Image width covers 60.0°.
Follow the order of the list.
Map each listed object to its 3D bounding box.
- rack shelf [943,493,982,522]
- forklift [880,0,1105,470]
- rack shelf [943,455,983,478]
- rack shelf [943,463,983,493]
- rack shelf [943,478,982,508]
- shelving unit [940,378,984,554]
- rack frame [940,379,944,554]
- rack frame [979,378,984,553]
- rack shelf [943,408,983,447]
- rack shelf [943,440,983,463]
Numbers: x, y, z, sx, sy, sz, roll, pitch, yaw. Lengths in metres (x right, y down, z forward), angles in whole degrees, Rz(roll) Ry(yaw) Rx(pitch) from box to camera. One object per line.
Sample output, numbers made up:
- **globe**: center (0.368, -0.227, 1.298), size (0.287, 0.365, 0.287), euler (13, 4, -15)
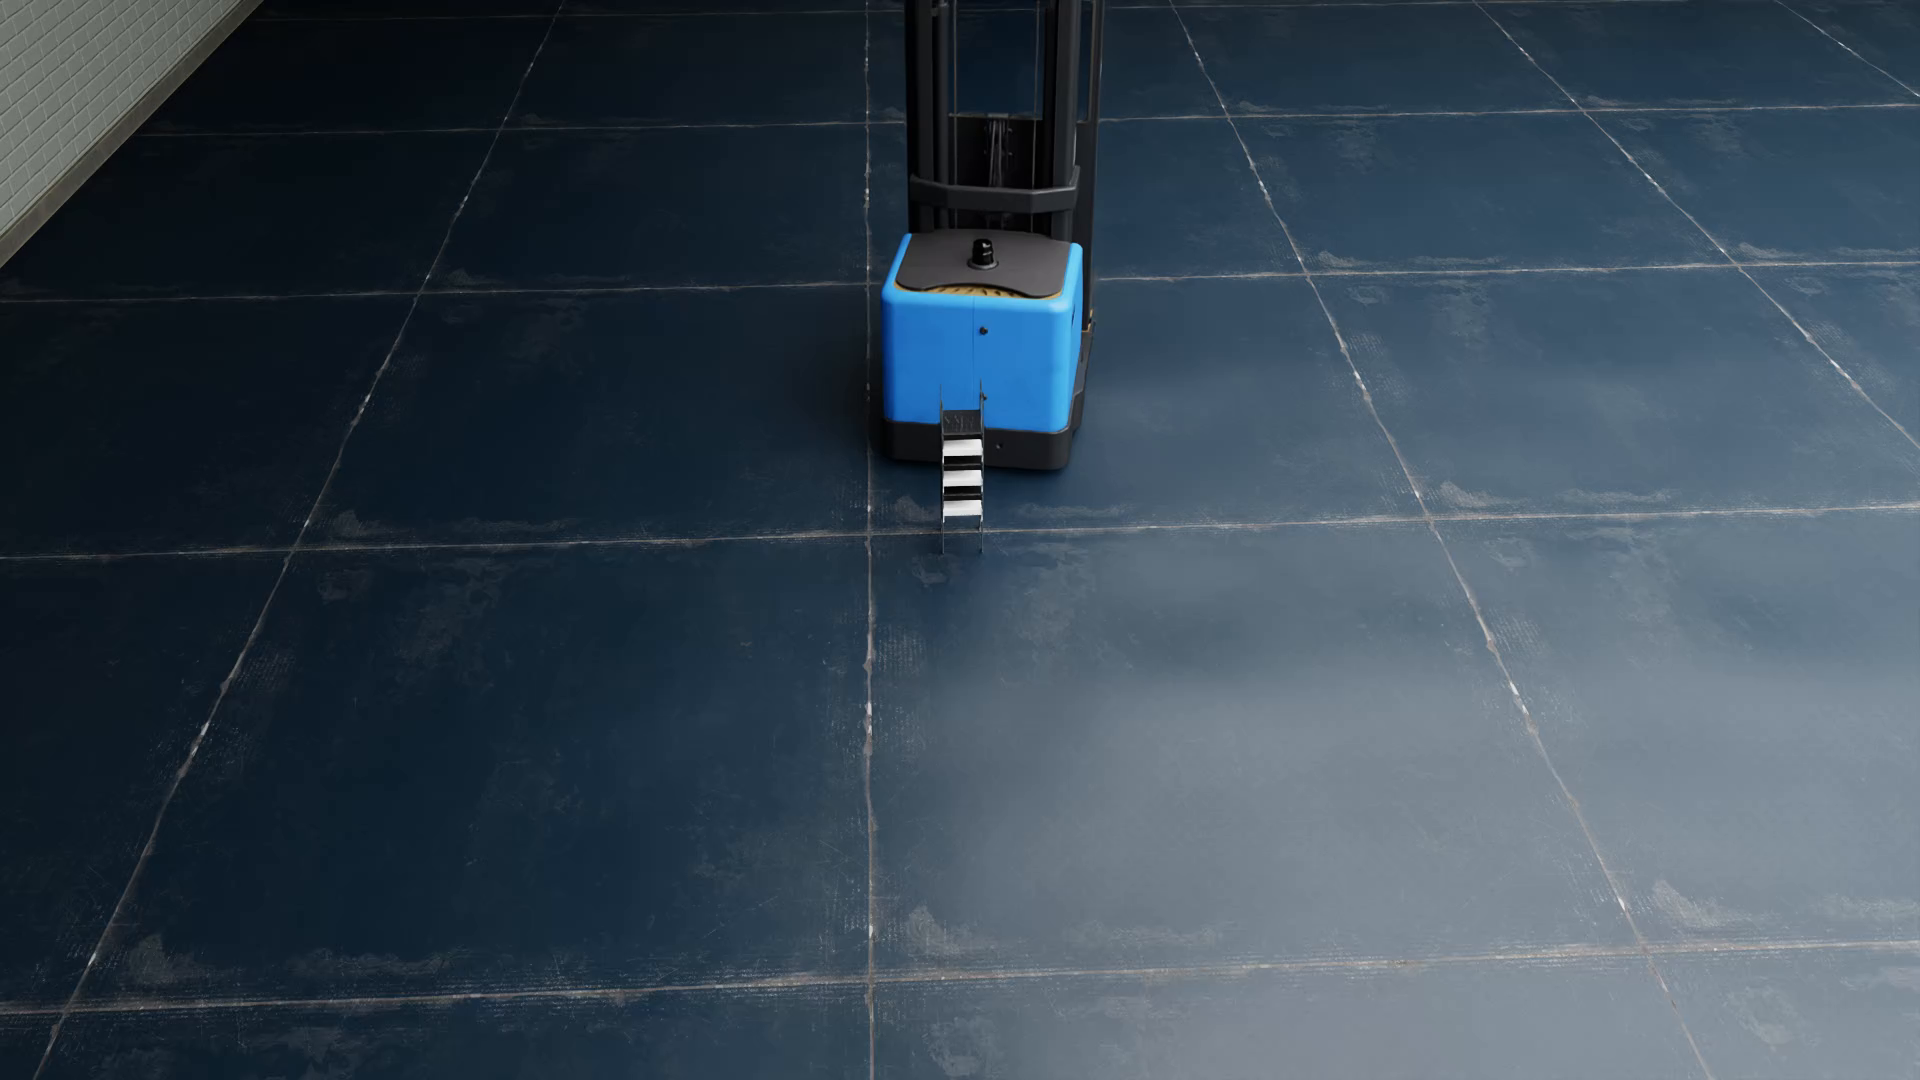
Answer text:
- **rack shelf**: center (0.008, -0.195, 8.616), size (0.200, 0.077, 0.258), euler (-2, 35, -2)
- **forklift**: center (0.274, -2.417, 9.667), size (1.130, 2.935, 3.031), euler (4, 35, 6)
- **rack shelf**: center (0.008, -0.417, 8.462), size (0.200, 0.077, 0.258), euler (-2, 35, -2)
- **rack shelf**: center (0.008, -0.343, 8.513), size (0.200, 0.077, 0.258), euler (-2, 35, -2)
- **rack shelf**: center (0.008, -0.269, 8.564), size (0.200, 0.077, 0.258), euler (-2, 35, -2)
- **shelving unit**: center (0.008, -0.370, 8.494), size (0.210, 0.900, 0.258), euler (-2, 35, -2)
- **rack frame**: center (-0.093, -0.368, 8.490), size (0.006, 0.900, 0.240), euler (-2, 35, -2)
- **rack frame**: center (0.110, -0.373, 8.498), size (0.006, 0.900, 0.240), euler (-2, 35, -2)
- **rack shelf**: center (0.008, -0.565, 8.360), size (0.200, 0.077, 0.258), euler (-2, 35, -2)
- **rack shelf**: center (0.008, -0.491, 8.411), size (0.200, 0.077, 0.258), euler (-2, 35, -2)
